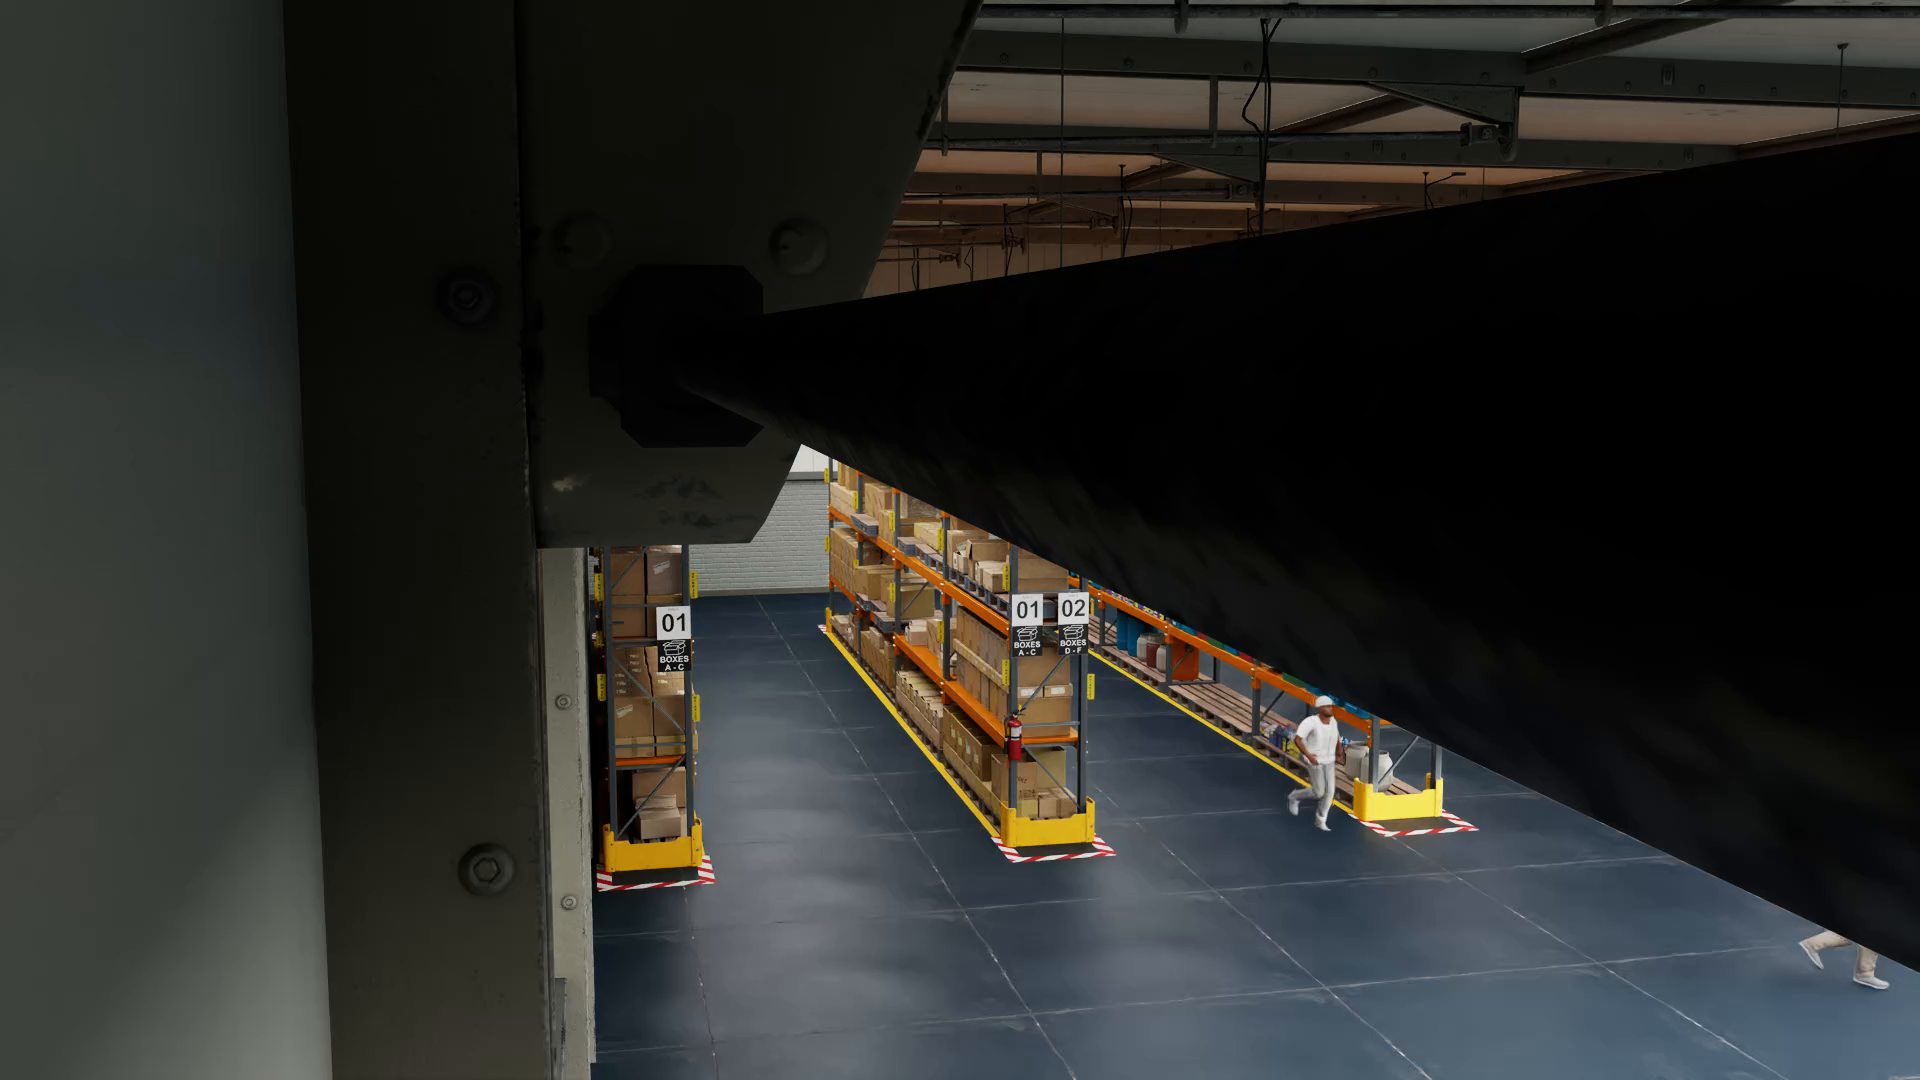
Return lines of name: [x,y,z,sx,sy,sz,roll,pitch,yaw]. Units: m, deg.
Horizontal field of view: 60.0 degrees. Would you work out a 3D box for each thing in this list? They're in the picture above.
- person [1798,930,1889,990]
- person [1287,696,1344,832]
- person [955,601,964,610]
person: [8.767,3.549,16.400,0.810,1.711,0.676,2,7,14]
person: [4.713,2.910,21.866,0.741,1.765,0.679,-4,8,-33]
person: [0.233,1.384,34.434,0.662,1.736,0.627,-3,7,-21]
